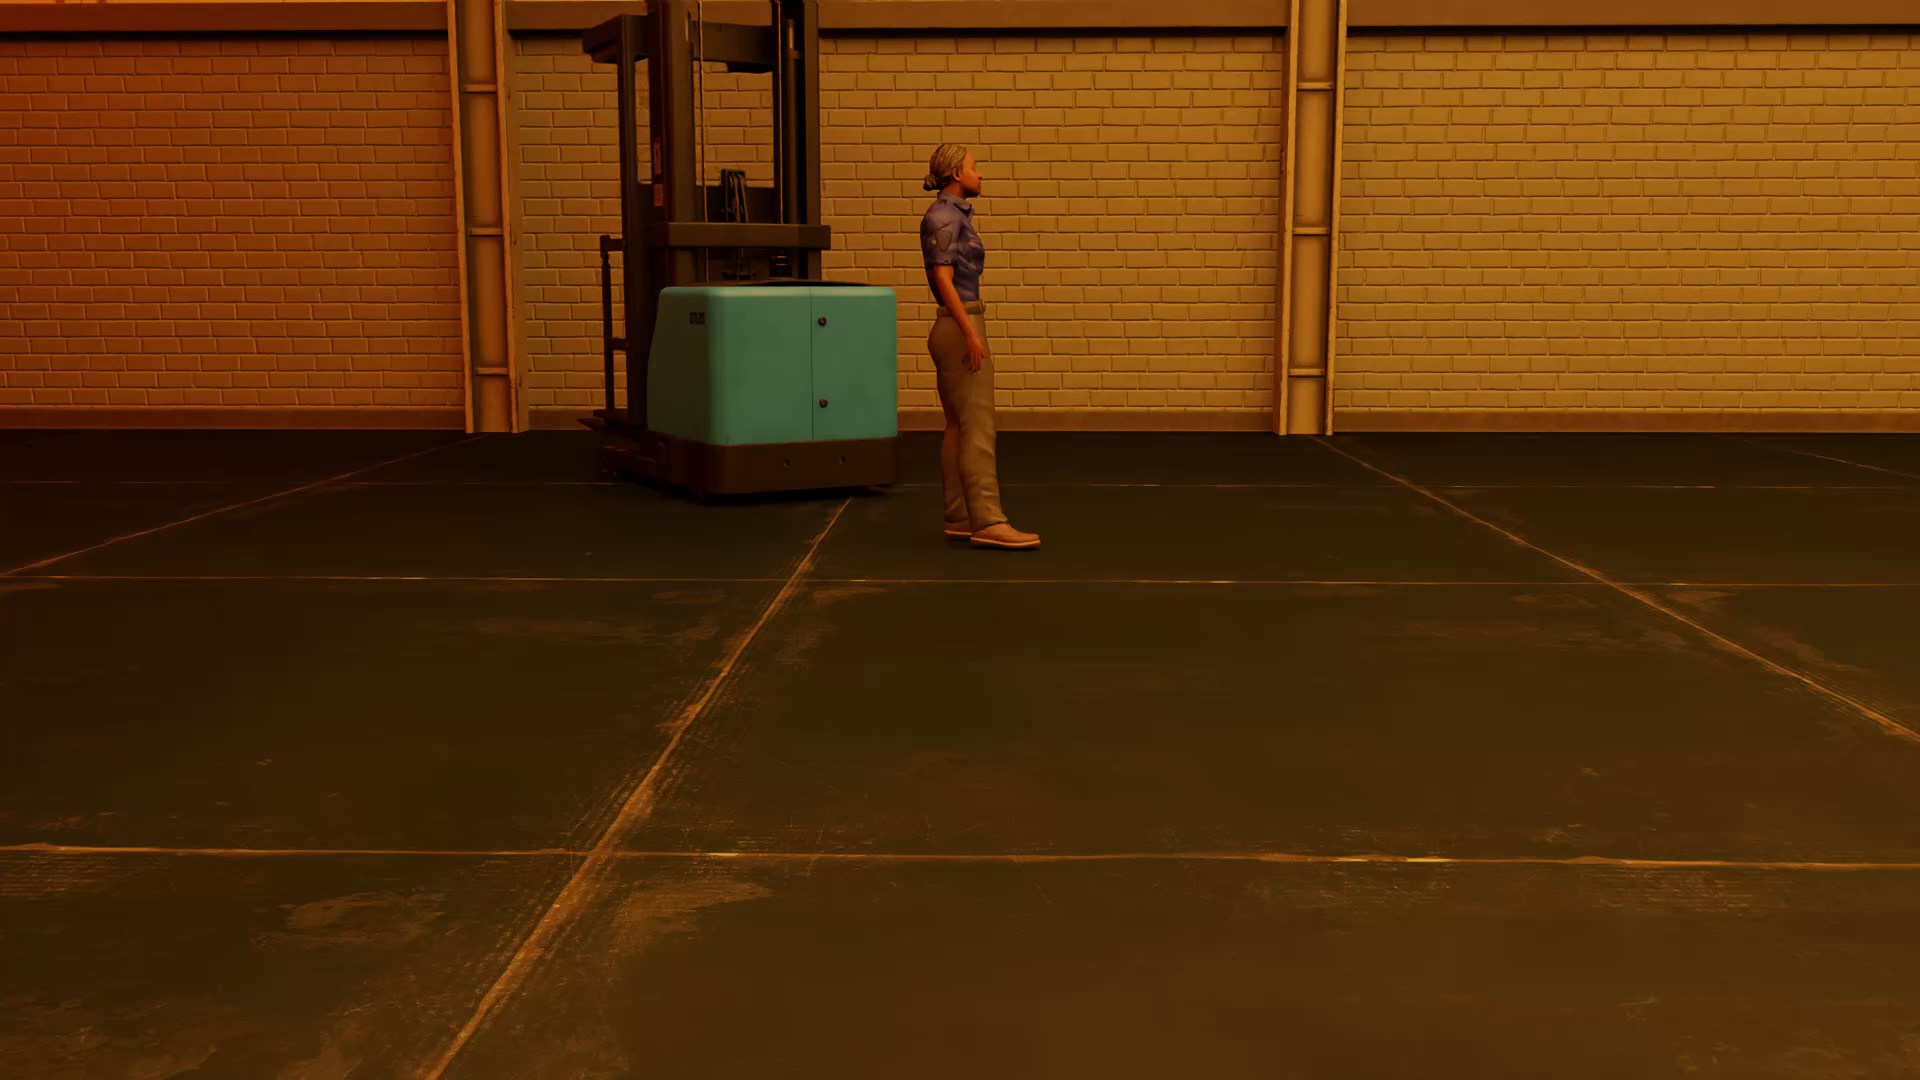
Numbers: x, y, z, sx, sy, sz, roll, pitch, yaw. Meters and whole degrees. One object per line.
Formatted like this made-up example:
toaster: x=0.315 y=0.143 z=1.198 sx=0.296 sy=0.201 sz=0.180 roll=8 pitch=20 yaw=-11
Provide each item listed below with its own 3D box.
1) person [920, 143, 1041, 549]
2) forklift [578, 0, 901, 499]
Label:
person: x=0.087 y=-0.822 z=6.979 sx=0.504 sy=1.655 sz=0.569 roll=0 pitch=9 yaw=1
forklift: x=-1.454 y=-1.834 z=9.430 sx=1.130 sy=2.935 sz=3.031 roll=-5 pitch=10 yaw=-28
